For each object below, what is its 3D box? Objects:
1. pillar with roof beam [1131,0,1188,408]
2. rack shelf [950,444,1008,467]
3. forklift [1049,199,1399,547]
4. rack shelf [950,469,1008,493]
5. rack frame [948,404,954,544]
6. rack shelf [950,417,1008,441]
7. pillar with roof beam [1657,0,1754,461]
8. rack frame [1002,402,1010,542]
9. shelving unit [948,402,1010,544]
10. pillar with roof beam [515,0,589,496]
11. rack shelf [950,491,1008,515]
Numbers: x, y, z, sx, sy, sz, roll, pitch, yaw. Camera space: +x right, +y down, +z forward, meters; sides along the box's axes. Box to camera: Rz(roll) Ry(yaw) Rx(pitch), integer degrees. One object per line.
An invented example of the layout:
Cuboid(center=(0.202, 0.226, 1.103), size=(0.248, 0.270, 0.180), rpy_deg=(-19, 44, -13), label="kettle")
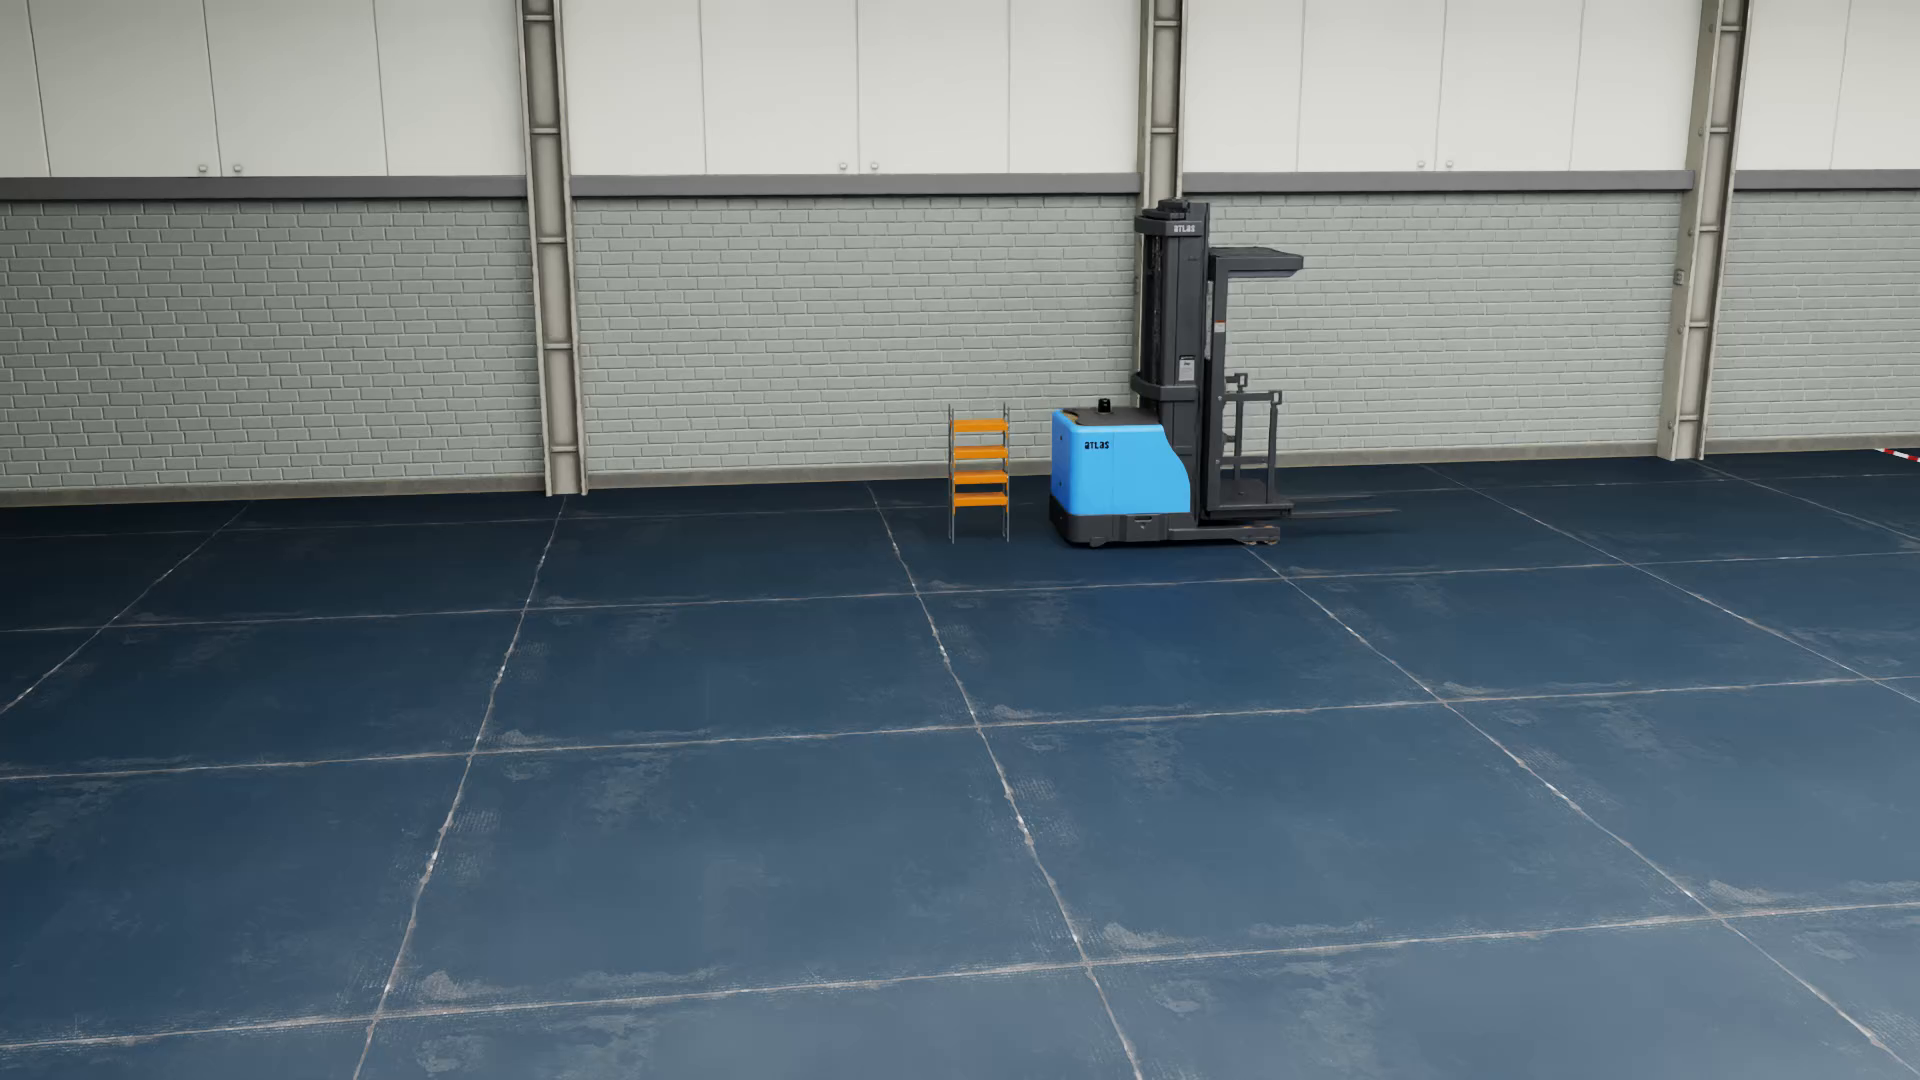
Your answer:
Cuboid(center=(2.650, -4.024, 12.269), size=(0.400, 9.000, 9.100), rpy_deg=(-2, 14, -8), label="pillar with roof beam")
Cuboid(center=(0.164, -0.740, 14.562), size=(0.480, 0.148, 0.258), rpy_deg=(-2, 14, -8), label="rack shelf")
Cuboid(center=(2.375, -1.501, 14.681), size=(3.031, 2.935, 1.130), rpy_deg=(-2, 14, -7), label="forklift")
Cuboid(center=(0.164, -0.523, 14.616), size=(0.480, 0.148, 0.258), rpy_deg=(-2, 14, -8), label="rack shelf")
Cuboid(center=(-0.078, -0.579, 14.565), size=(0.015, 1.200, 0.240), rpy_deg=(-2, 14, -8), label="rack frame")
Cuboid(center=(0.164, -0.969, 14.504), size=(0.480, 0.148, 0.258), rpy_deg=(-2, 14, -8), label="rack shelf")
Cuboid(center=(8.583, -4.242, 13.136), size=(0.400, 9.000, 9.100), rpy_deg=(-2, 14, -8), label="pillar with roof beam")
Cuboid(center=(0.405, -0.597, 14.635), size=(0.015, 1.200, 0.240), rpy_deg=(-2, 14, -8), label="rack frame")
Cuboid(center=(0.164, -0.588, 14.600), size=(0.503, 1.200, 0.258), rpy_deg=(-2, 14, -8), label="shelving unit")
Cuboid(center=(-3.283, -3.807, 11.402), size=(0.400, 9.000, 9.100), rpy_deg=(-2, 14, -8), label="pillar with roof beam")
Cuboid(center=(0.164, -0.330, 14.664), size=(0.480, 0.148, 0.258), rpy_deg=(-2, 14, -8), label="rack shelf")
